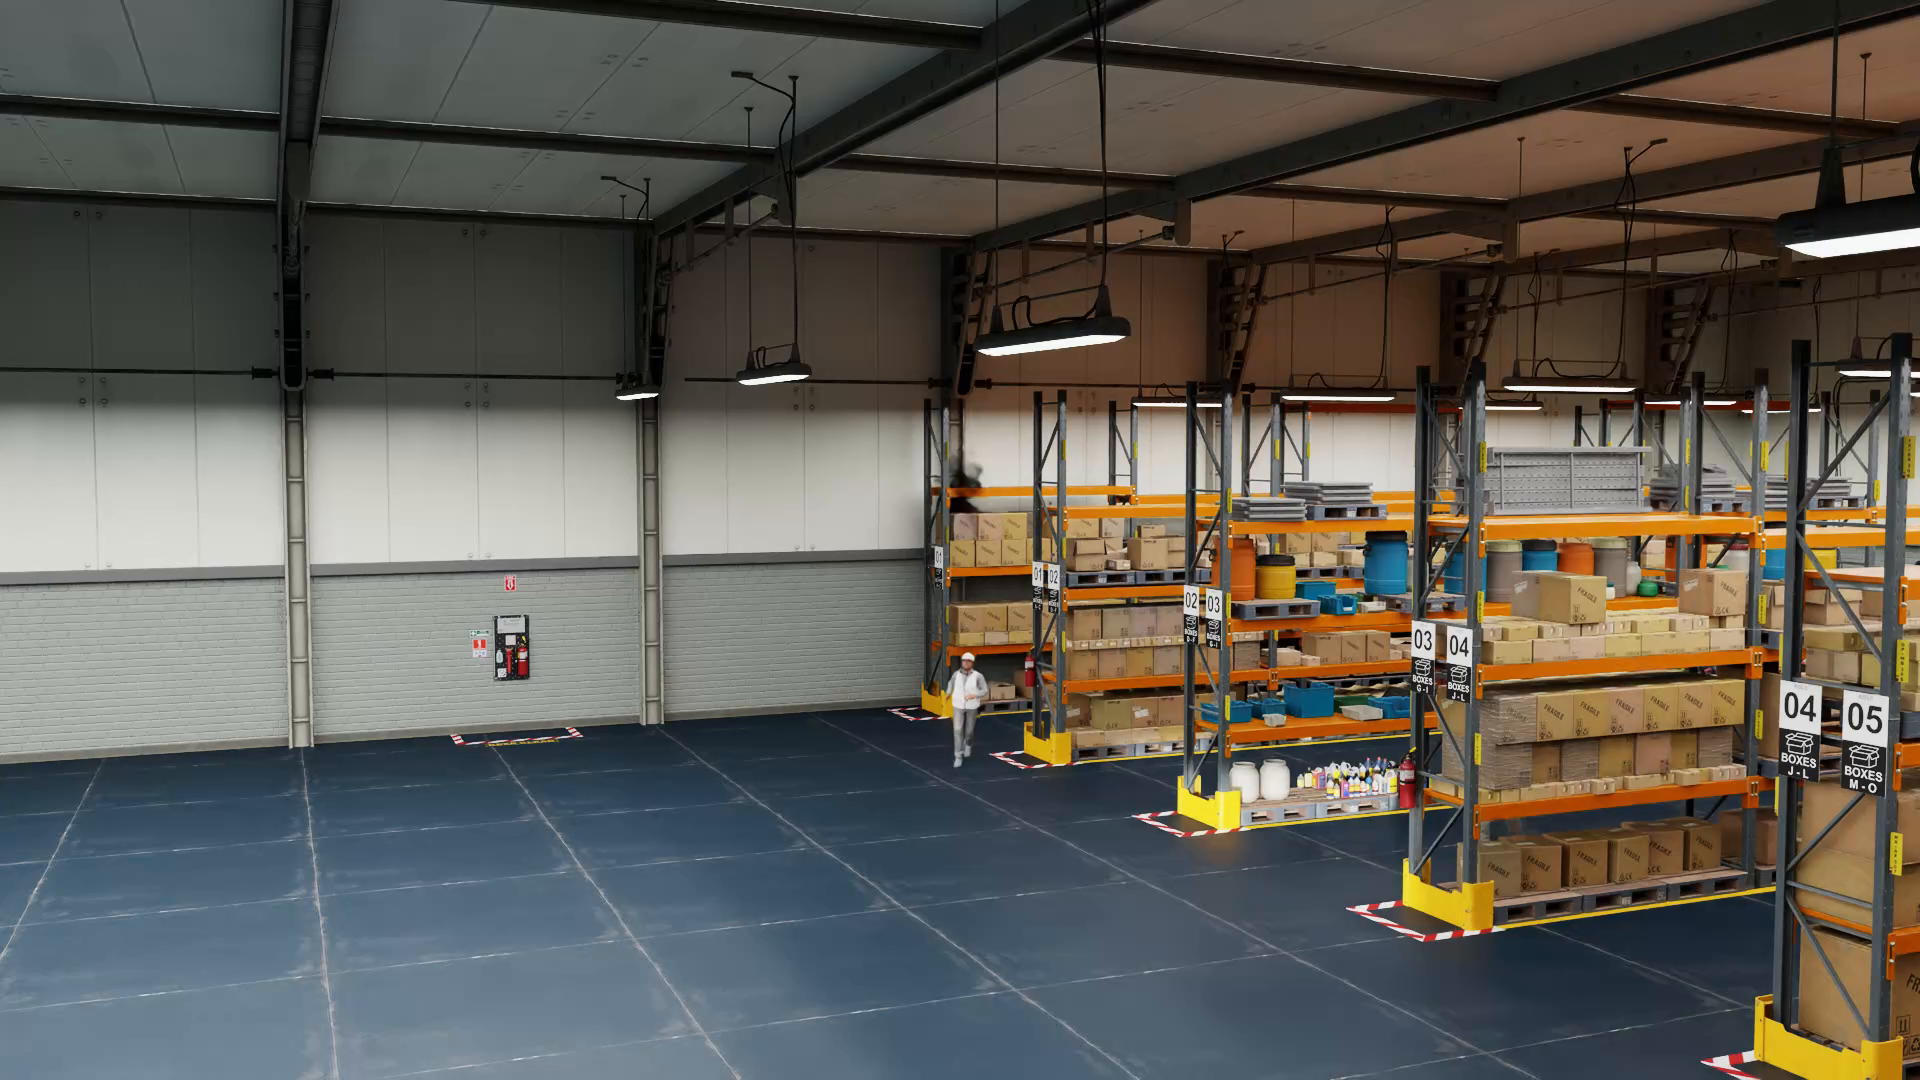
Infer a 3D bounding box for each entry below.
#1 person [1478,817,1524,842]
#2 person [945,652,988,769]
[{"bbox_3d":[6.782,3.066,20.831,0.811,1.856,0.629,-2,4,-28],"label":"person"},{"bbox_3d":[0.105,2.704,26.730,0.701,1.792,0.924,0,3,6],"label":"person"}]
